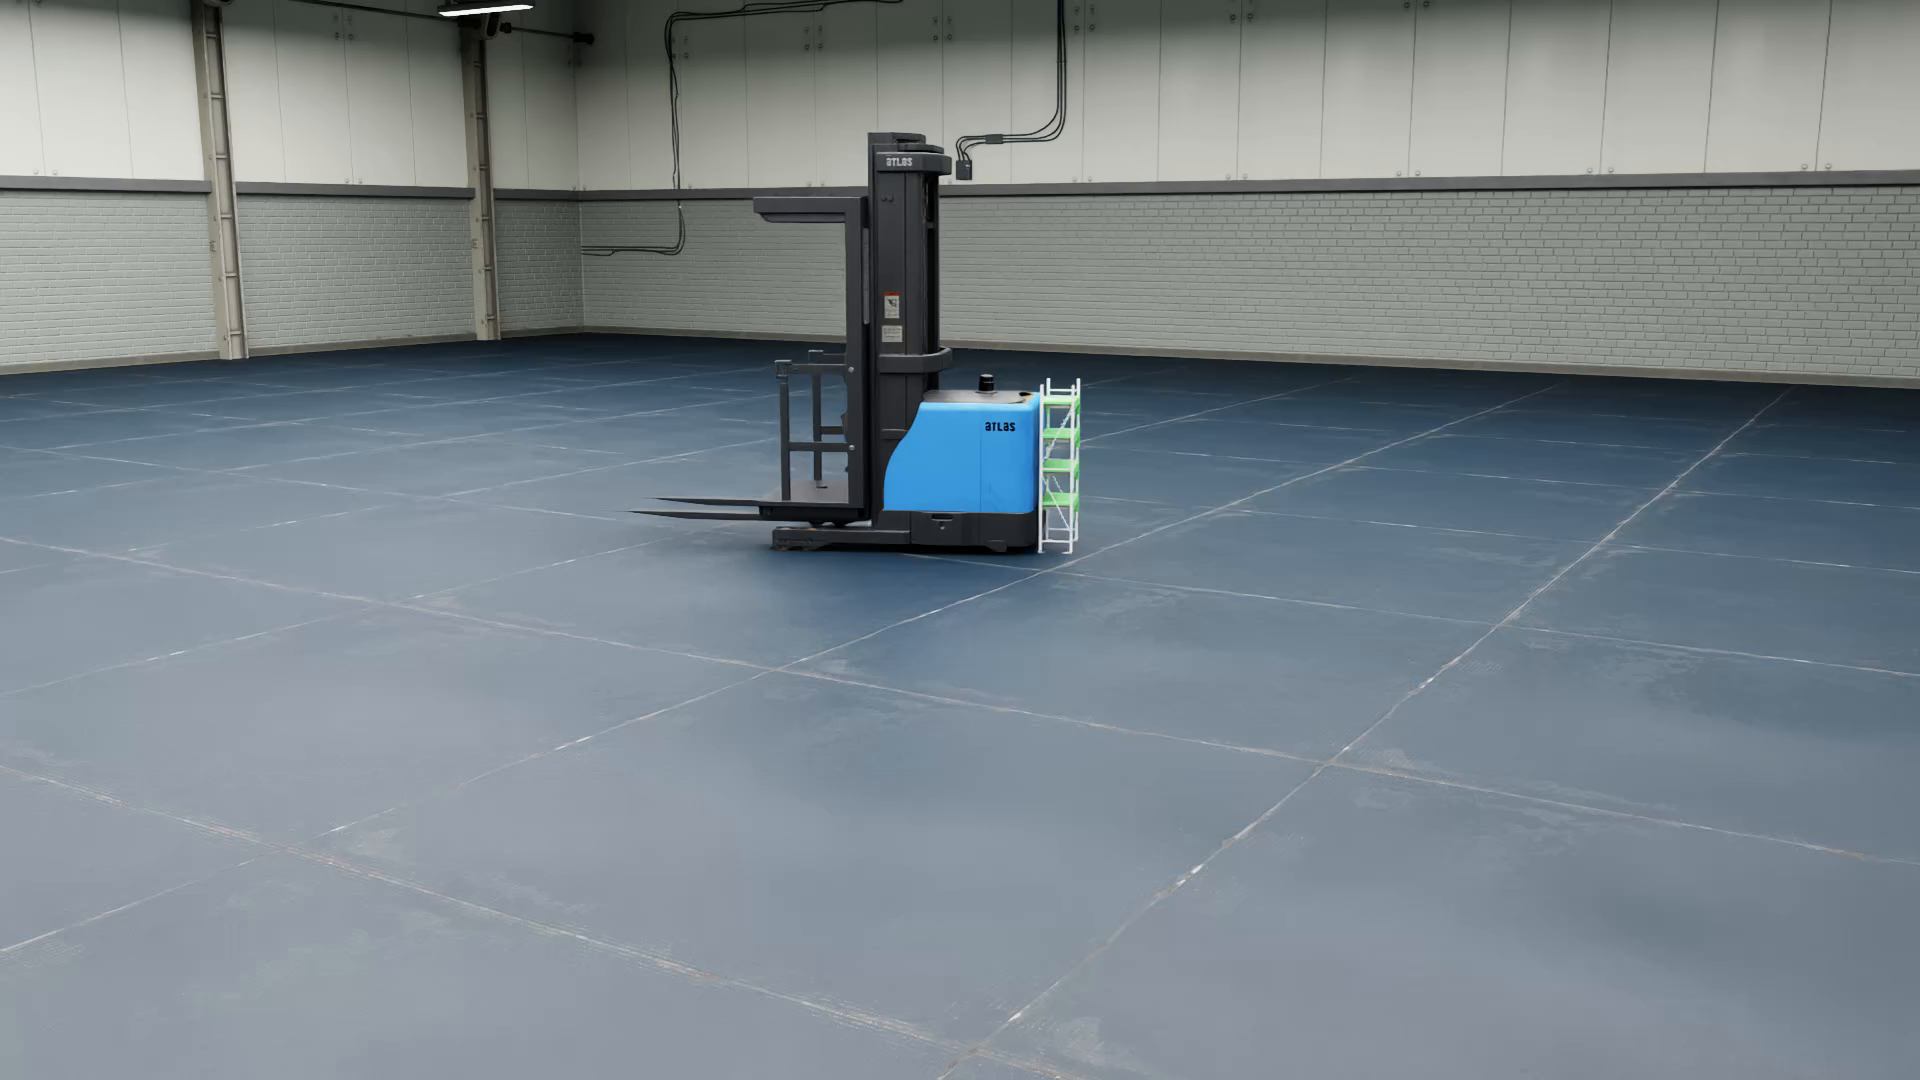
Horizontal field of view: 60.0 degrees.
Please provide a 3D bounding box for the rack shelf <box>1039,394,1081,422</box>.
[{"bbox_3d":[0.720,-0.951,11.926,0.258,0.148,0.480,2,11,8],"label":"rack shelf"}]

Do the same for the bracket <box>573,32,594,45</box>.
[{"bbox_3d":[-8.096,-10.782,35.725,0.235,0.232,0.430,6,12,31],"label":"bracket"}]

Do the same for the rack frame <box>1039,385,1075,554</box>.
[{"bbox_3d":[0.684,-0.498,11.765,0.240,1.200,0.015,2,11,8],"label":"rack frame"}]

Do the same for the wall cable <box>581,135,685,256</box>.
[{"bbox_3d":[-7.186,-7.419,35.983,3.097,2.526,0.112,6,12,31],"label":"wall cable"}]

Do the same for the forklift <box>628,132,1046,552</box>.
[{"bbox_3d":[-0.912,-1.455,12.176,3.031,2.935,1.130,2,11,8],"label":"forklift"}]

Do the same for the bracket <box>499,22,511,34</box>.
[{"bbox_3d":[-9.326,-10.409,33.734,0.235,0.232,0.430,6,12,31],"label":"bracket"}]

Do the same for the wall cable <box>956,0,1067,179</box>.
[{"bbox_3d":[0.920,-9.708,30.527,2.305,6.003,0.169,6,12,31],"label":"wall cable"}]

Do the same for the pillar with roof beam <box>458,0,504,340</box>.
[{"bbox_3d":[-6.166,-8.197,31.701,9.100,9.000,0.548,6,12,31],"label":"pillar with roof beam"}]

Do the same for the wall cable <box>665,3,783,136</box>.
[{"bbox_3d":[-4.874,-9.643,34.138,3.097,2.526,0.112,6,12,31],"label":"wall cable"}]

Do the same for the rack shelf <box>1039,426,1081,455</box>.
[{"bbox_3d":[0.720,-0.715,11.970,0.258,0.148,0.480,2,11,8],"label":"rack shelf"}]

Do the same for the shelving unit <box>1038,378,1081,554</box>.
[{"bbox_3d":[0.719,-0.542,12.002,0.258,1.200,0.503,2,11,8],"label":"shelving unit"}]

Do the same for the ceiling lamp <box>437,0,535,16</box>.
[{"bbox_3d":[-7.792,-10.416,27.691,2.000,3.185,0.800,6,12,31],"label":"ceiling lamp"}]

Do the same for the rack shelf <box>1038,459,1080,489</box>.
[{"bbox_3d":[0.719,-0.479,12.014,0.258,0.148,0.480,2,11,8],"label":"rack shelf"}]

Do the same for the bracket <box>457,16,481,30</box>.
[{"bbox_3d":[-9.757,-10.279,33.037,0.235,0.232,0.430,6,12,31],"label":"bracket"}]

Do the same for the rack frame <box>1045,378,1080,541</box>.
[{"bbox_3d":[0.755,-0.586,12.240,0.240,1.200,0.015,2,11,8],"label":"rack frame"}]

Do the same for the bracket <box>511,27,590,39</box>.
[{"bbox_3d":[-8.403,-10.689,35.229,0.076,0.066,3.189,6,12,31],"label":"bracket"}]

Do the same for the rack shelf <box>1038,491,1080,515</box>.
[{"bbox_3d":[0.719,-0.243,12.058,0.258,0.148,0.480,2,11,8],"label":"rack shelf"}]

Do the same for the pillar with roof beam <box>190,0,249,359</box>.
[{"bbox_3d":[-9.281,-7.254,26.660,9.100,9.000,0.548,6,12,31],"label":"pillar with roof beam"}]

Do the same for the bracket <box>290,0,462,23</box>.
[{"bbox_3d":[-11.095,-9.874,30.872,0.076,0.066,4.783,6,12,31],"label":"bracket"}]

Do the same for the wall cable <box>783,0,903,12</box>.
[{"bbox_3d":[-2.229,-11.583,32.140,3.097,2.526,0.112,6,12,31],"label":"wall cable"}]
